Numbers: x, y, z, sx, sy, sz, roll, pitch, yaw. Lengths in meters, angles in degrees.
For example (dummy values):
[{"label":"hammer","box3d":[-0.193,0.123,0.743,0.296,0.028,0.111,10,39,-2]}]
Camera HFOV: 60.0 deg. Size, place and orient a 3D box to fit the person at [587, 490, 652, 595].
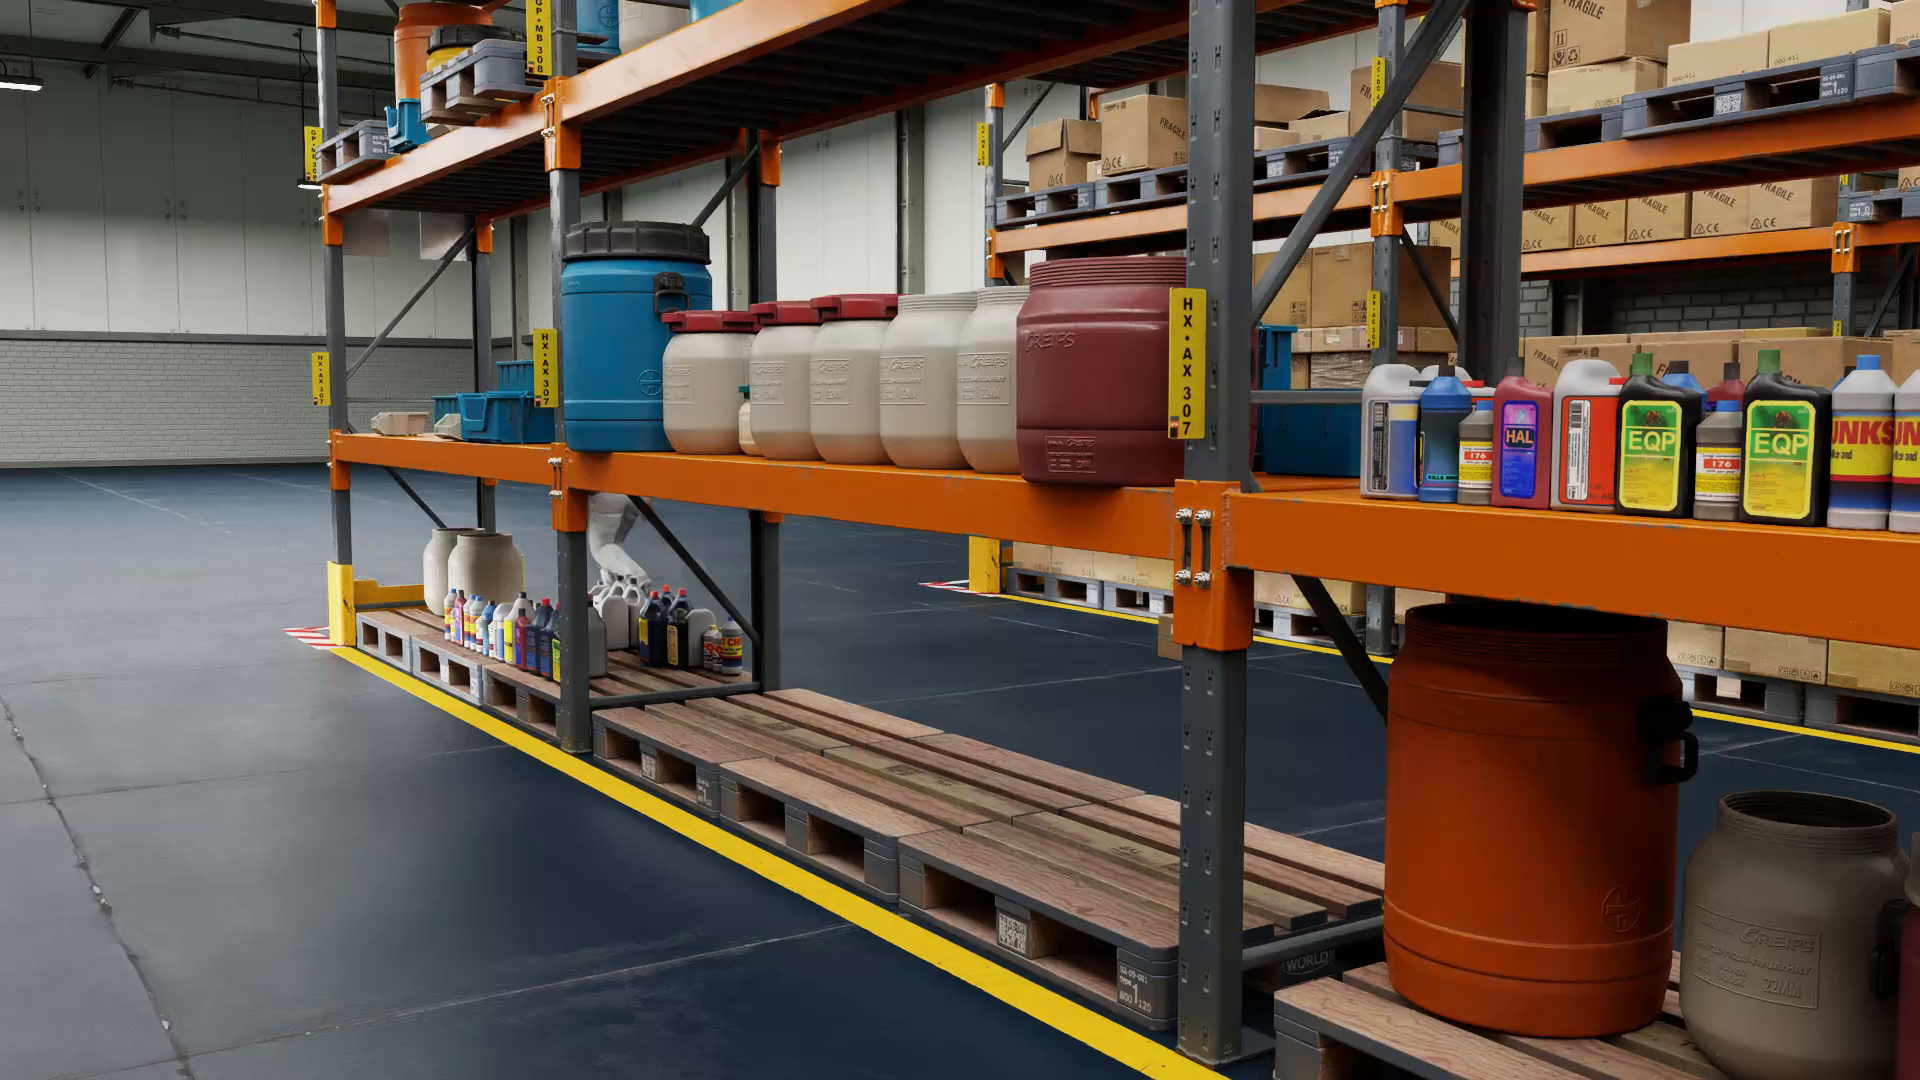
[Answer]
[{"label":"person","box3d":[-2.415,-0.313,11.727,0.869,1.626,0.490,4,6,37]}]
